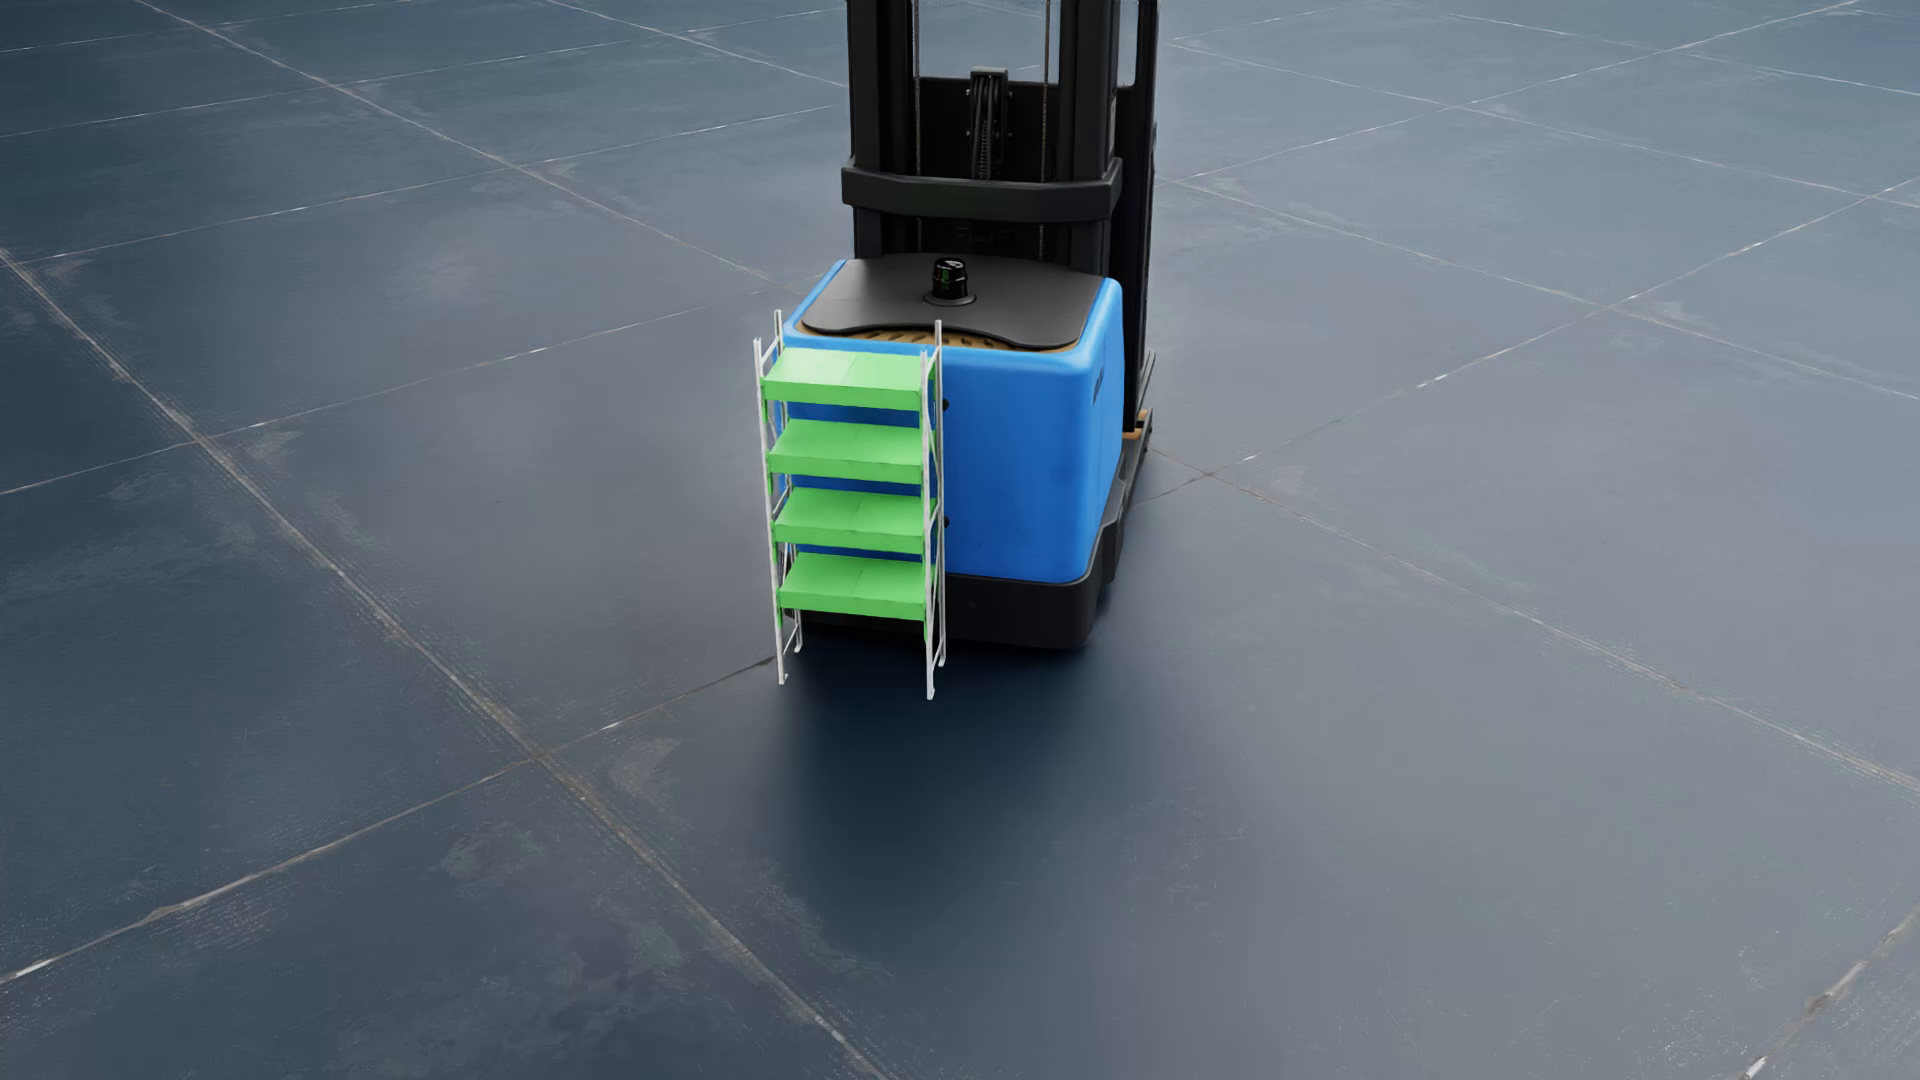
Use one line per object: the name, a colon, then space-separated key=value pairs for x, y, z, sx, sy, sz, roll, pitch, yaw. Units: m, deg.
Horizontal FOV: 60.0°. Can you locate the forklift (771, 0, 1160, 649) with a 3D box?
forklift: x=0.197 y=-1.612 z=6.156 sx=1.130 sy=2.935 sz=3.031 roll=6 pitch=29 yaw=10

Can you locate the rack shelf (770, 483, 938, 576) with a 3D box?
rack shelf: x=-0.319 y=-0.035 z=5.168 sx=0.480 sy=0.148 sz=0.258 roll=5 pitch=31 yaw=9

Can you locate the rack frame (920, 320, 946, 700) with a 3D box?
rack frame: x=-0.080 y=-0.070 z=5.097 sx=0.015 sy=1.200 sz=0.240 roll=5 pitch=31 yaw=9

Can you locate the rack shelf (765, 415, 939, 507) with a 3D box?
rack shelf: x=-0.321 y=-0.242 z=5.047 sx=0.480 sy=0.148 sz=0.258 roll=5 pitch=31 yaw=9

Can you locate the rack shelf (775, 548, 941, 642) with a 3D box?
rack shelf: x=-0.318 y=0.172 z=5.289 sx=0.480 sy=0.148 sz=0.258 roll=5 pitch=31 yaw=9

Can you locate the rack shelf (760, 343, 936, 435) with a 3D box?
rack shelf: x=-0.323 y=-0.450 z=4.926 sx=0.480 sy=0.148 sz=0.258 roll=5 pitch=31 yaw=9

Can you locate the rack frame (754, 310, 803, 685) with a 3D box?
rack frame: x=-0.560 y=-0.111 z=5.174 sx=0.015 sy=1.200 sz=0.240 roll=5 pitch=31 yaw=9

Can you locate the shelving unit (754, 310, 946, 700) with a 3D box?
shelving unit: x=-0.320 y=-0.090 z=5.135 sx=0.503 sy=1.200 sz=0.258 roll=5 pitch=31 yaw=9
